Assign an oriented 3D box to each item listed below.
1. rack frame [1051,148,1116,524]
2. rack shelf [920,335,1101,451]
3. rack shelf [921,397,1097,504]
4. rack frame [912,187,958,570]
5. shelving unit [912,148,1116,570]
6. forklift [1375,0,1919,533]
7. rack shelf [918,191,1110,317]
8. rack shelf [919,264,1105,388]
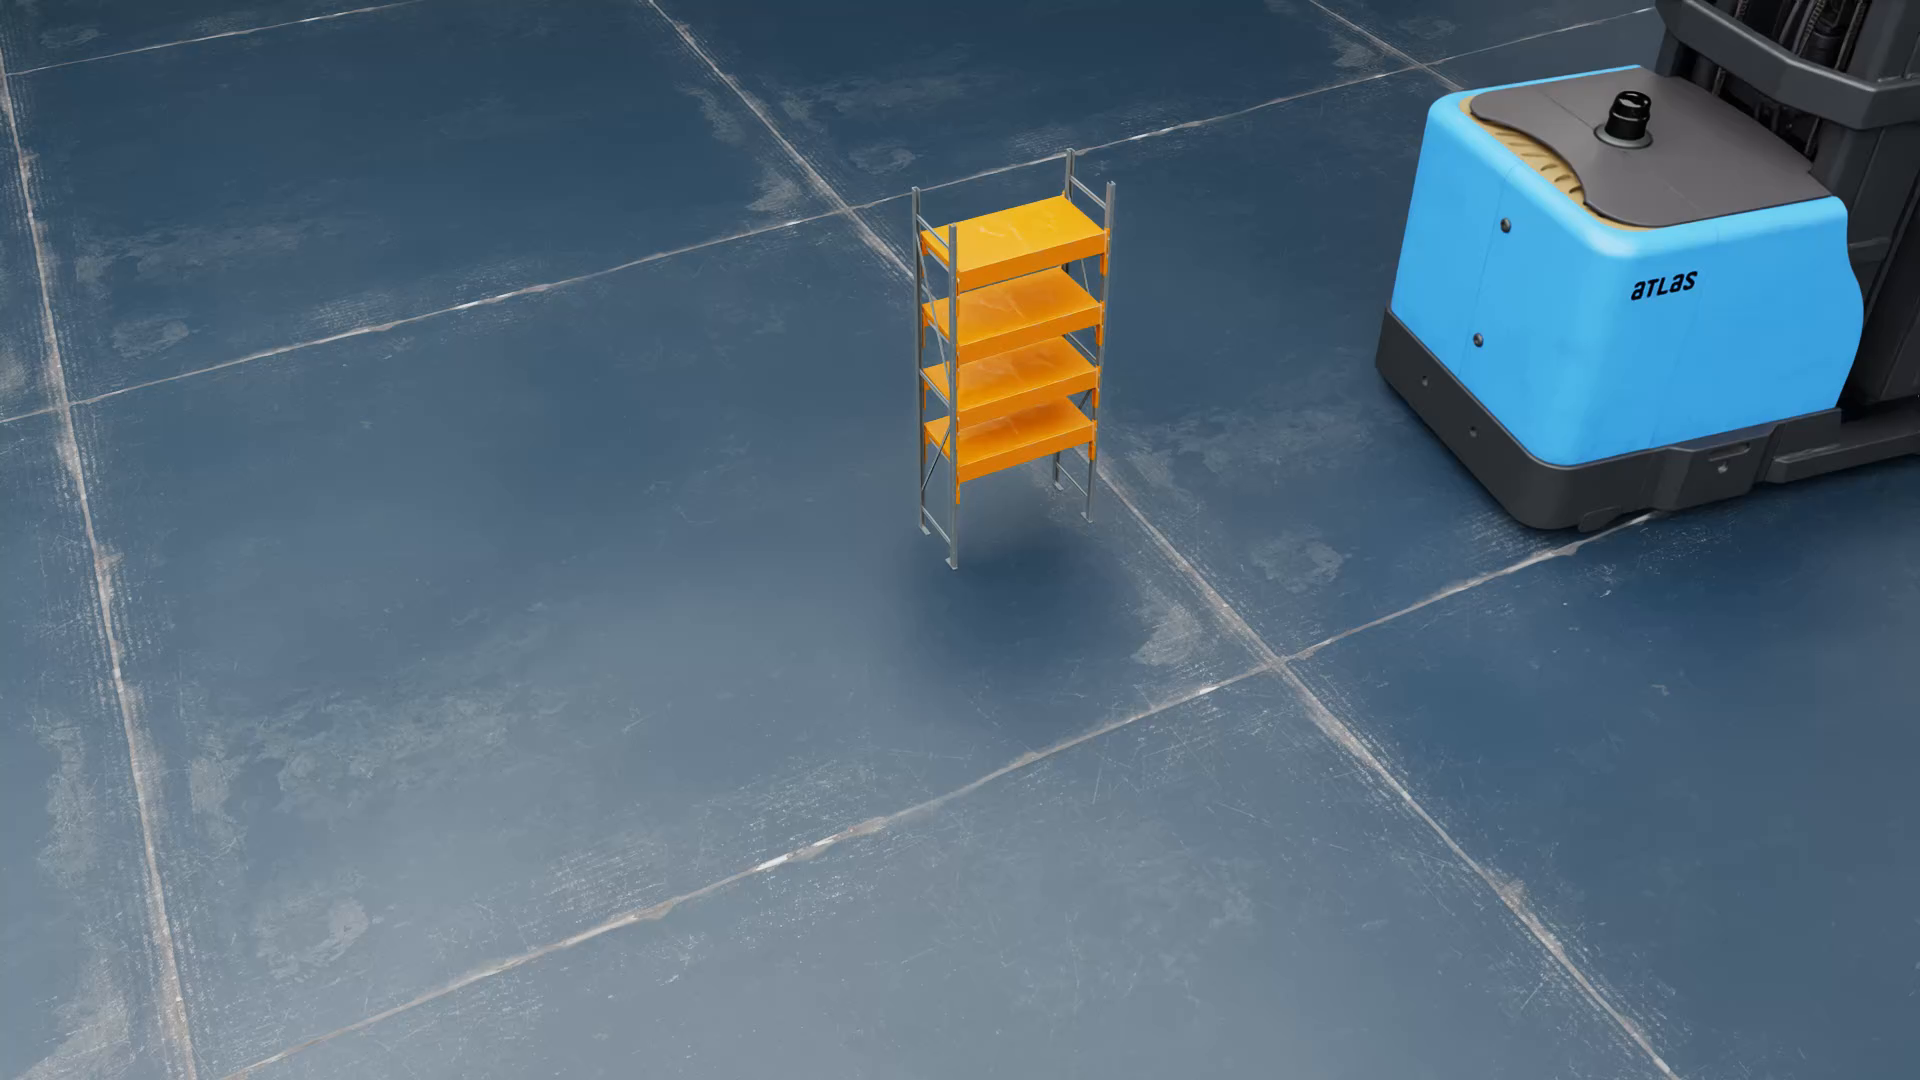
[{"bbox_3d":[0.363,-0.580,5.007,0.015,1.200,0.240,-19,44,-21],"label":"rack frame"},{"bbox_3d":[0.147,-0.456,4.964,0.480,0.148,0.258,-19,44,-21],"label":"rack shelf"},{"bbox_3d":[0.147,-0.304,5.092,0.480,0.148,0.258,-19,44,-21],"label":"rack shelf"},{"bbox_3d":[-0.070,-0.435,4.835,0.015,1.200,0.240,-19,44,-21],"label":"rack frame"},{"bbox_3d":[0.147,-0.507,4.921,0.503,1.200,0.258,-19,44,-21],"label":"shelving unit"},{"bbox_3d":[3.039,-1.705,4.996,3.031,2.935,1.130,-12,42,-14],"label":"forklift"},{"bbox_3d":[0.147,-0.807,4.667,0.480,0.148,0.258,-19,44,-21],"label":"rack shelf"},{"bbox_3d":[0.147,-0.627,4.820,0.480,0.148,0.258,-19,44,-21],"label":"rack shelf"}]
